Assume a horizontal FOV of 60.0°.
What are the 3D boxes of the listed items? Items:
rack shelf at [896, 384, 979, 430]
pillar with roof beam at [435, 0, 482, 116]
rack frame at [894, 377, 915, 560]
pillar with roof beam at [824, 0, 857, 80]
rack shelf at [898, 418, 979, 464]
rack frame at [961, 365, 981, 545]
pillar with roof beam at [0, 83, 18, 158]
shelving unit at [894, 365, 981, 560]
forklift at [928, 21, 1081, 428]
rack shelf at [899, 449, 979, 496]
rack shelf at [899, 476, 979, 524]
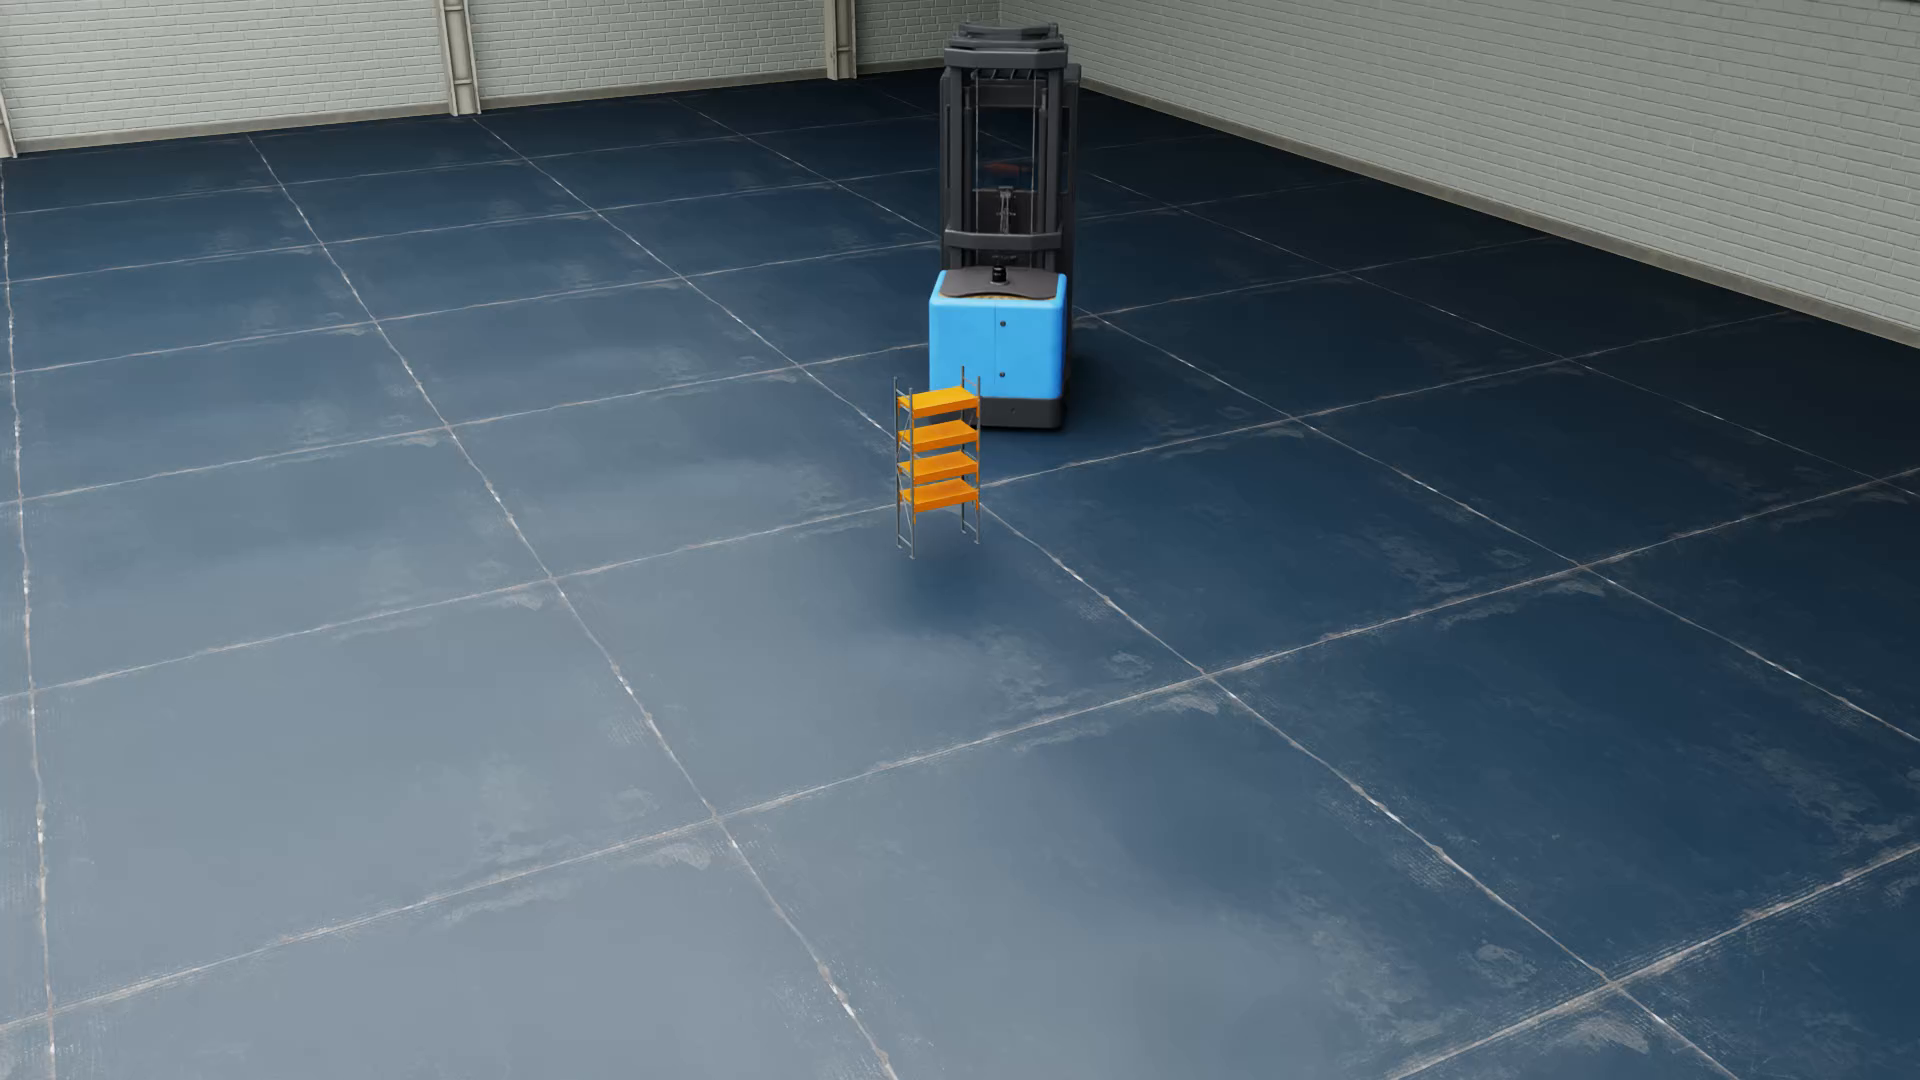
[{"bbox_3d":[-0.146,-0.861,10.750,0.480,0.148,0.258,-13,29,-25],"label":"rack shelf"},{"bbox_3d":[-5.168,-8.624,18.814,0.400,9.000,9.100,-13,29,-25],"label":"pillar with roof beam"},{"bbox_3d":[-0.361,-0.457,10.817,0.015,1.200,0.240,-13,29,-25],"label":"rack frame"},{"bbox_3d":[0.126,-9.846,21.359,0.400,9.000,9.100,-13,29,-25],"label":"pillar with roof beam"},{"bbox_3d":[-0.146,-0.648,10.852,0.480,0.148,0.258,-13,29,-25],"label":"rack shelf"},{"bbox_3d":[0.069,-0.557,11.024,0.015,1.200,0.240,-13,29,-25],"label":"rack frame"},{"bbox_3d":[-10.463,-7.402,16.269,0.400,9.000,9.100,-13,29,-25],"label":"pillar with roof beam"},{"bbox_3d":[-0.146,-0.507,10.920,0.503,1.200,0.258,-13,29,-25],"label":"shelving unit"},{"bbox_3d":[0.409,-2.792,13.678,1.130,2.935,3.031,2,26,5],"label":"forklift"},{"bbox_3d":[-0.146,-0.447,10.949,0.480,0.148,0.258,-13,29,-25],"label":"rack shelf"},{"bbox_3d":[-0.146,-0.268,11.035,0.480,0.148,0.258,-13,29,-25],"label":"rack shelf"}]
